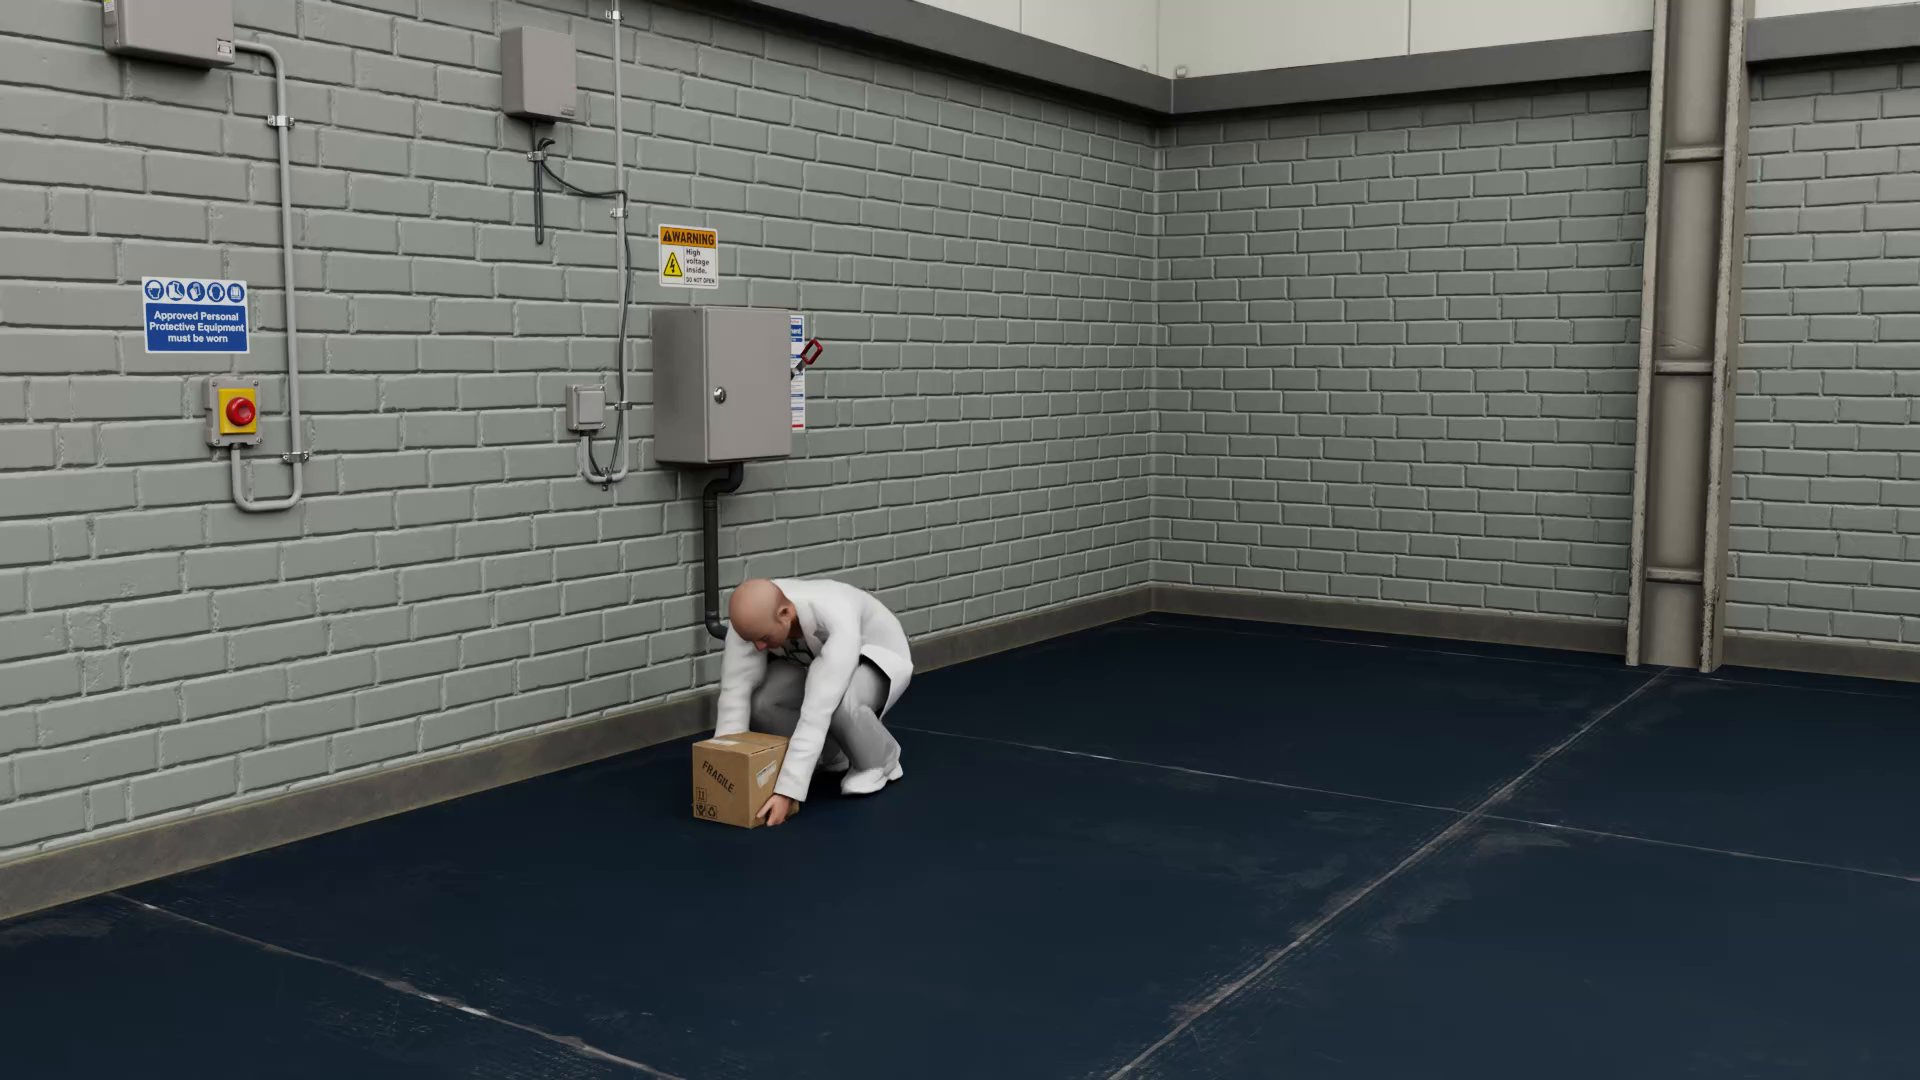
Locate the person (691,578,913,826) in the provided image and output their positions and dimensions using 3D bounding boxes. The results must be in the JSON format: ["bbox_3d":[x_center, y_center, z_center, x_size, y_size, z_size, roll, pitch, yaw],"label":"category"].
[{"bbox_3d":[-0.520,0.530,5.793,0.581,0.883,0.922,4,7,33],"label":"person"}]
